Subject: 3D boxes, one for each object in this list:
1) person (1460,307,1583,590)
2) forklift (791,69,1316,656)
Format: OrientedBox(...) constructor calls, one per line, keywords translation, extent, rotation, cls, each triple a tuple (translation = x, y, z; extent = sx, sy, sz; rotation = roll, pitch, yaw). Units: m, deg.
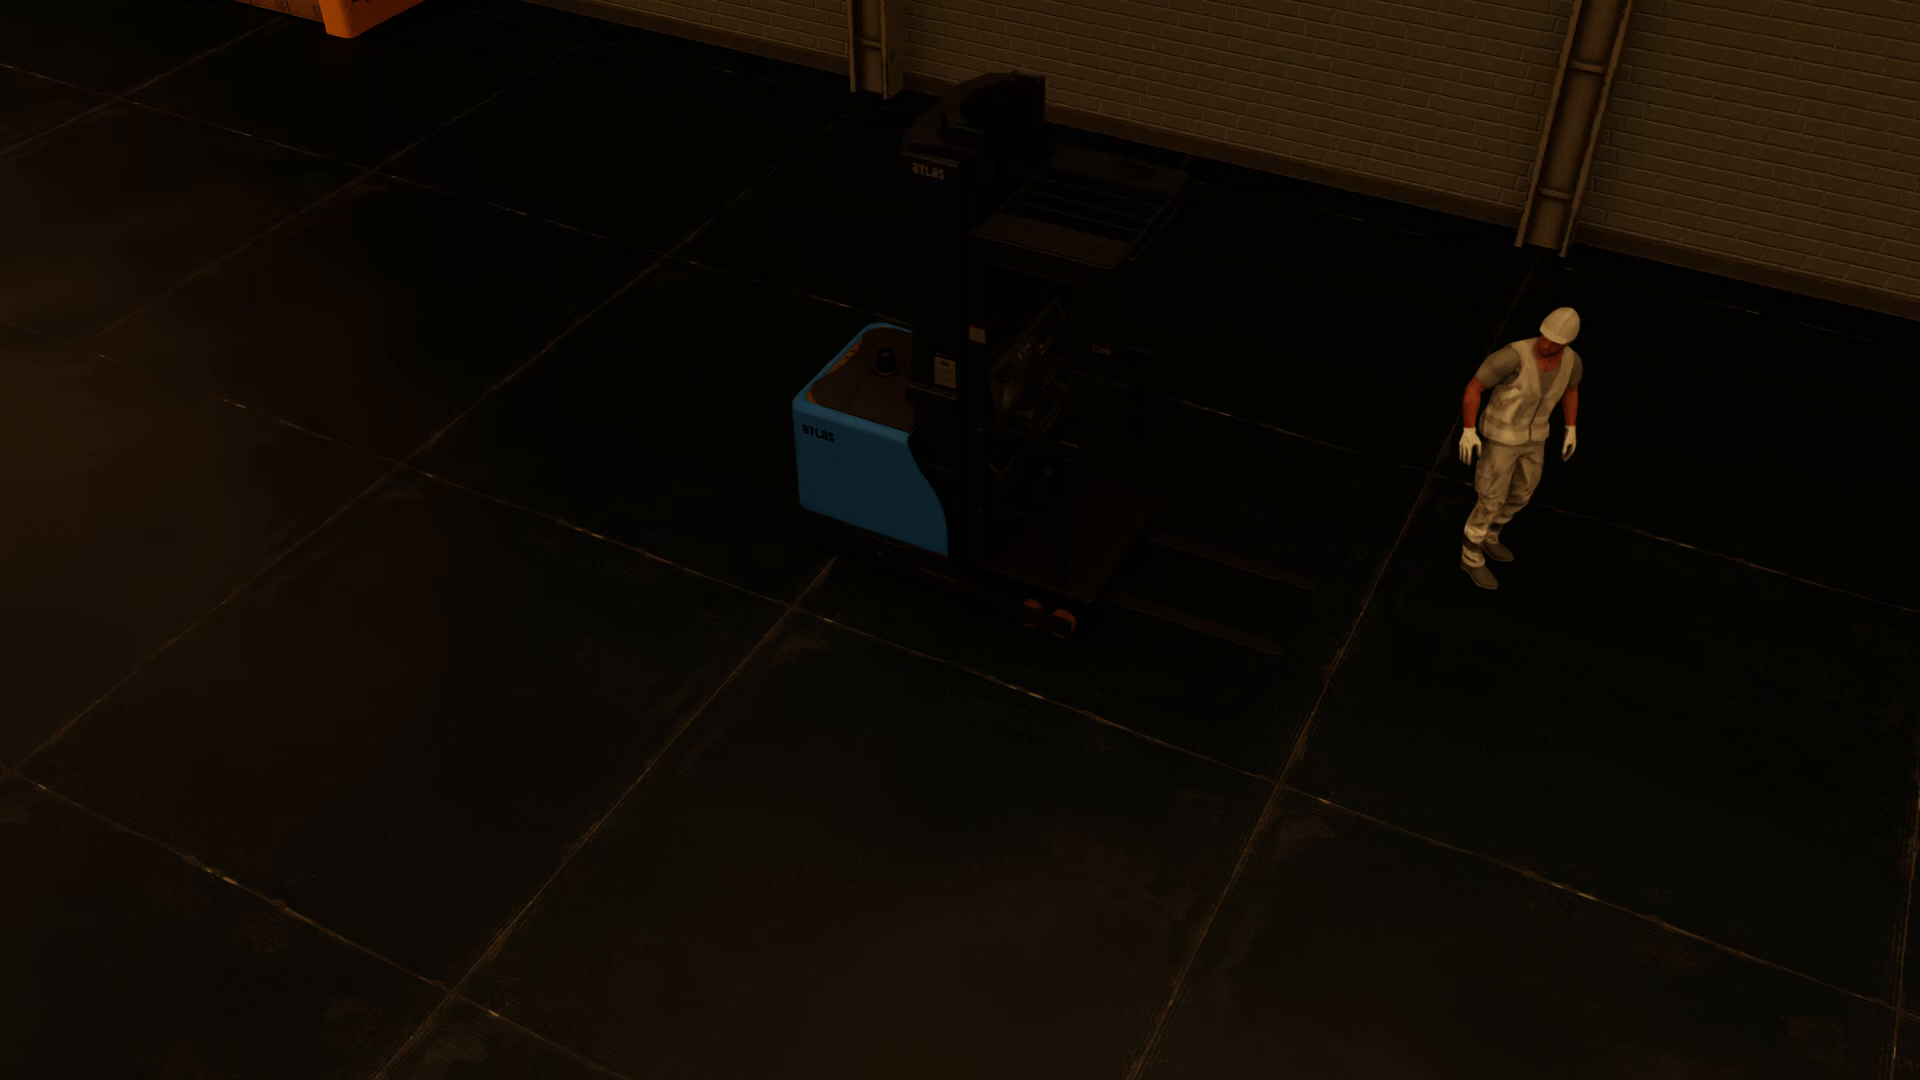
OrientedBox(translation=(3.223, -0.542, 9.531), extent=(0.757, 1.772, 0.505), rotation=(-13, 42, -15), cls="person")
OrientedBox(translation=(0.562, -0.950, 9.114), extent=(3.031, 2.935, 1.130), rotation=(18, 43, 20), cls="forklift")
